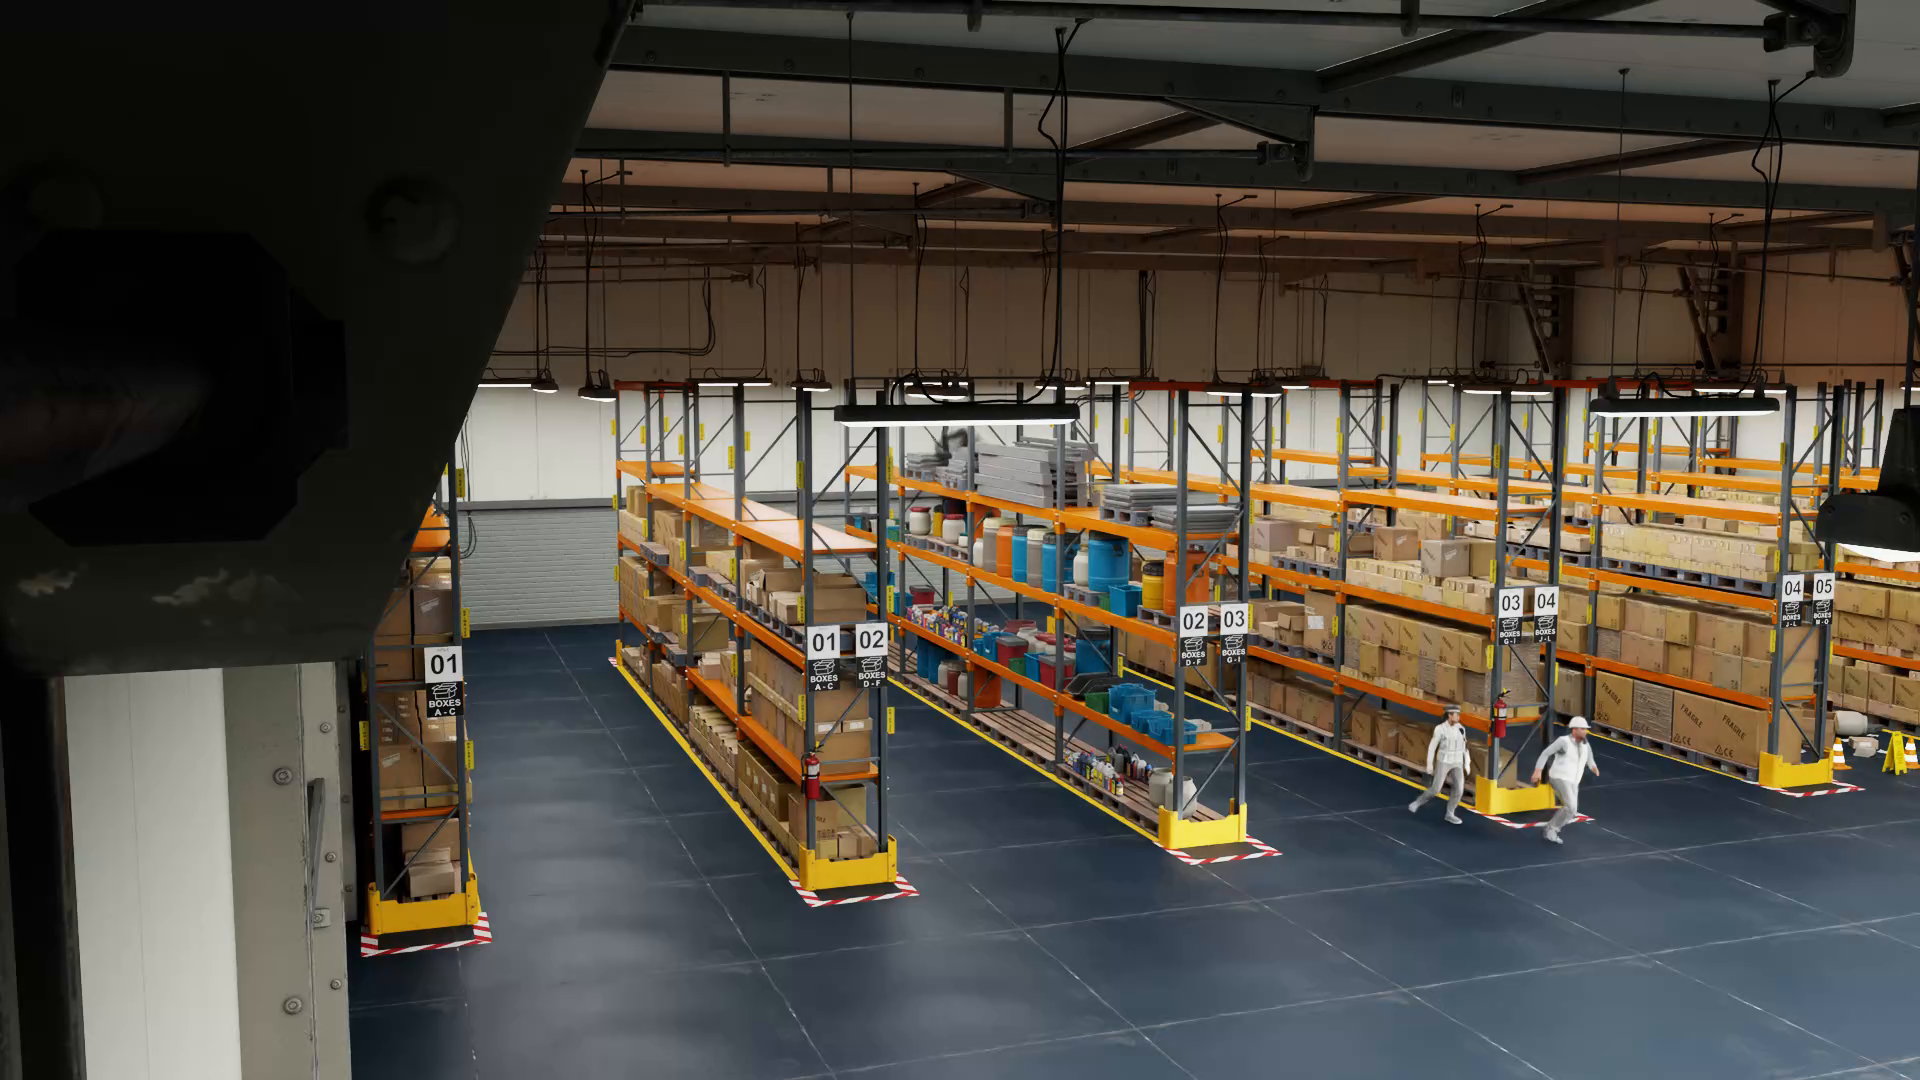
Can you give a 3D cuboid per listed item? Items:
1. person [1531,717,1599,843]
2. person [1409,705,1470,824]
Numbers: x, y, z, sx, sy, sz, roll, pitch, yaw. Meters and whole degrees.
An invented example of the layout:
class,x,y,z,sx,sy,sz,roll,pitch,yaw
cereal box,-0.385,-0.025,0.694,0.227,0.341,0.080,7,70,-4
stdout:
class,x,y,z,sx,sy,sz,roll,pitch,yaw
person,8.101,3.192,22.039,0.821,1.697,0.665,-4,7,-36
person,6.652,3.069,23.020,0.698,1.646,0.593,-2,6,-14
